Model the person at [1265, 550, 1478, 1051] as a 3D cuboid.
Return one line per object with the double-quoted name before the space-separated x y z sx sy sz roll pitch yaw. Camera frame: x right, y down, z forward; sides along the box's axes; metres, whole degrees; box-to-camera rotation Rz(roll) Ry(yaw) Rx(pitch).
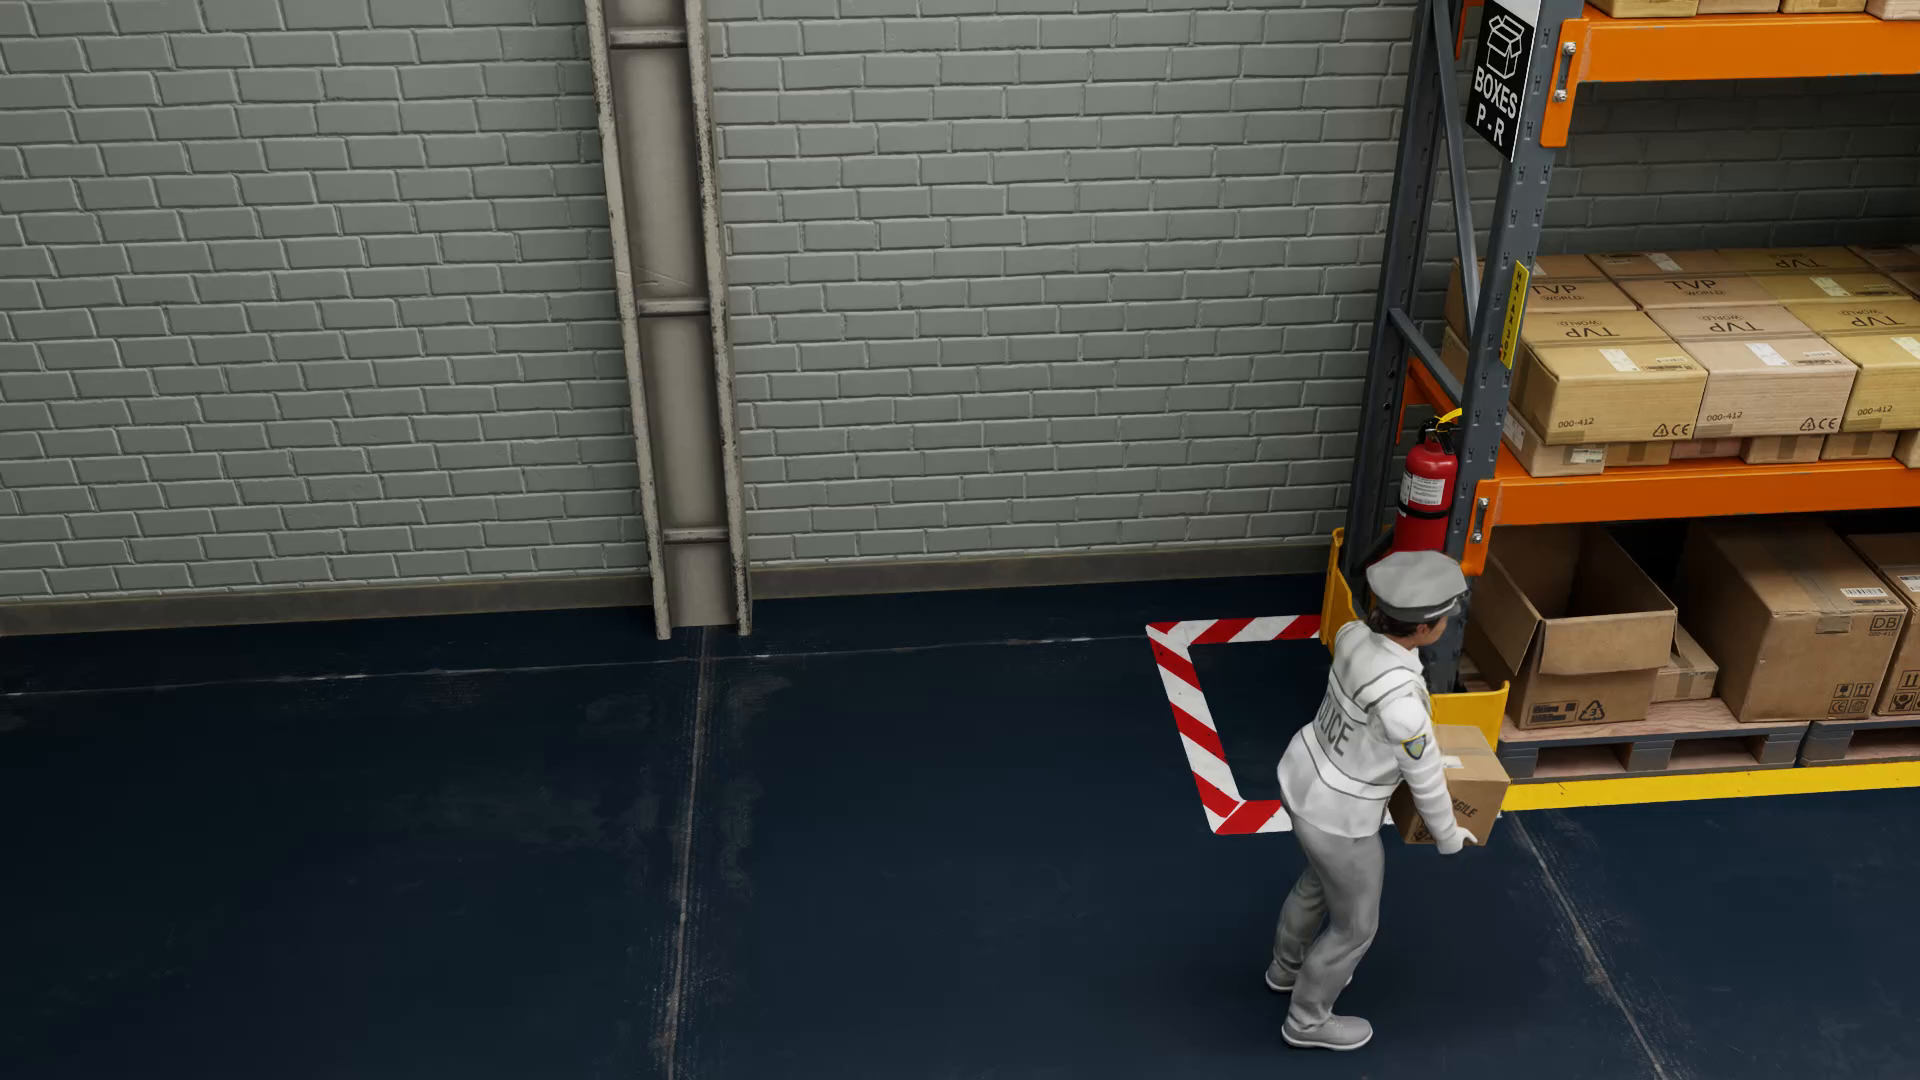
"person" 13.126 1.161 0.177 23.324 5.875 11.419 -3 31 -5
